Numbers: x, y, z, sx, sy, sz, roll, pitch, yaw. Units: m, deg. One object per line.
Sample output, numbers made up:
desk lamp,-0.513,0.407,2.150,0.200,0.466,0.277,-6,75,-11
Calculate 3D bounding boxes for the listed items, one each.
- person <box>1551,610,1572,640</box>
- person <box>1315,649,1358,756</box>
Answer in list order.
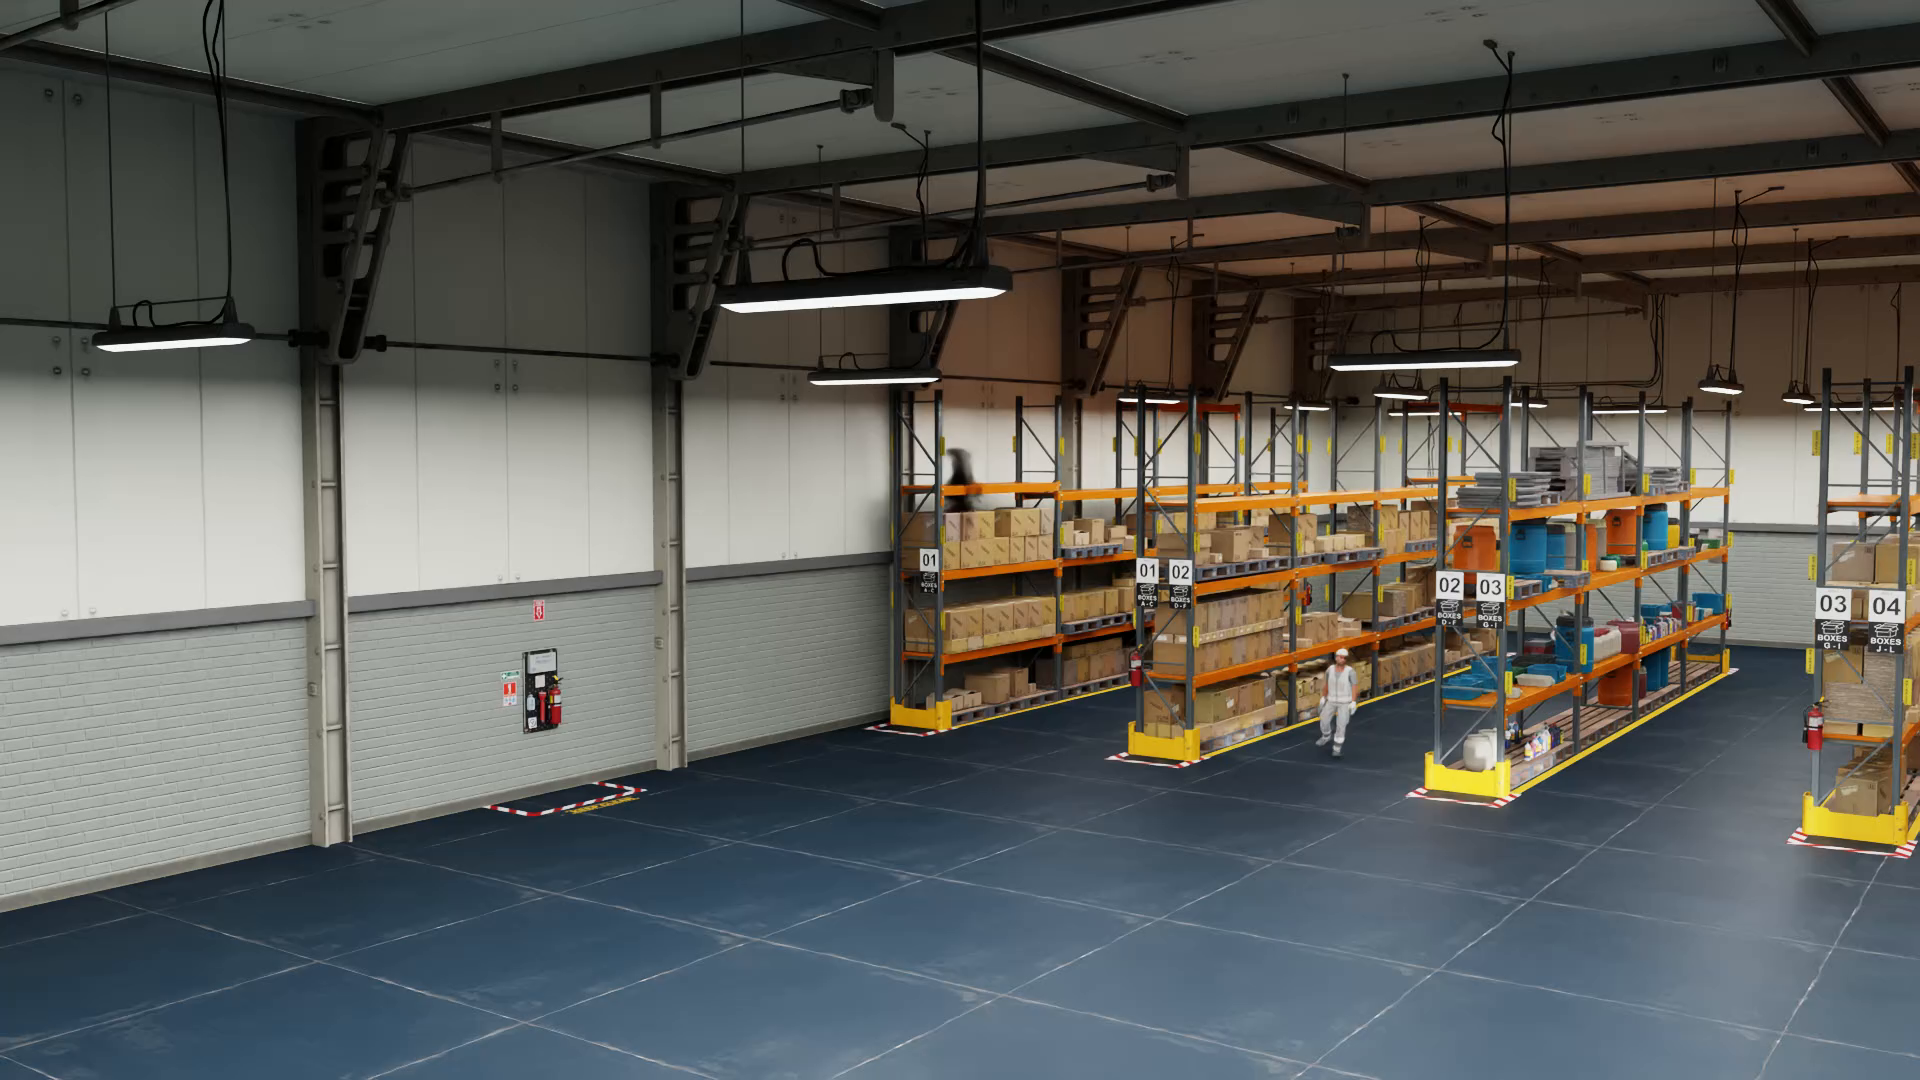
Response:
person,12.299,2.245,33.916,0.587,1.655,0.613,2,4,31
person,6.090,2.609,26.872,0.767,1.749,0.576,2,4,31
